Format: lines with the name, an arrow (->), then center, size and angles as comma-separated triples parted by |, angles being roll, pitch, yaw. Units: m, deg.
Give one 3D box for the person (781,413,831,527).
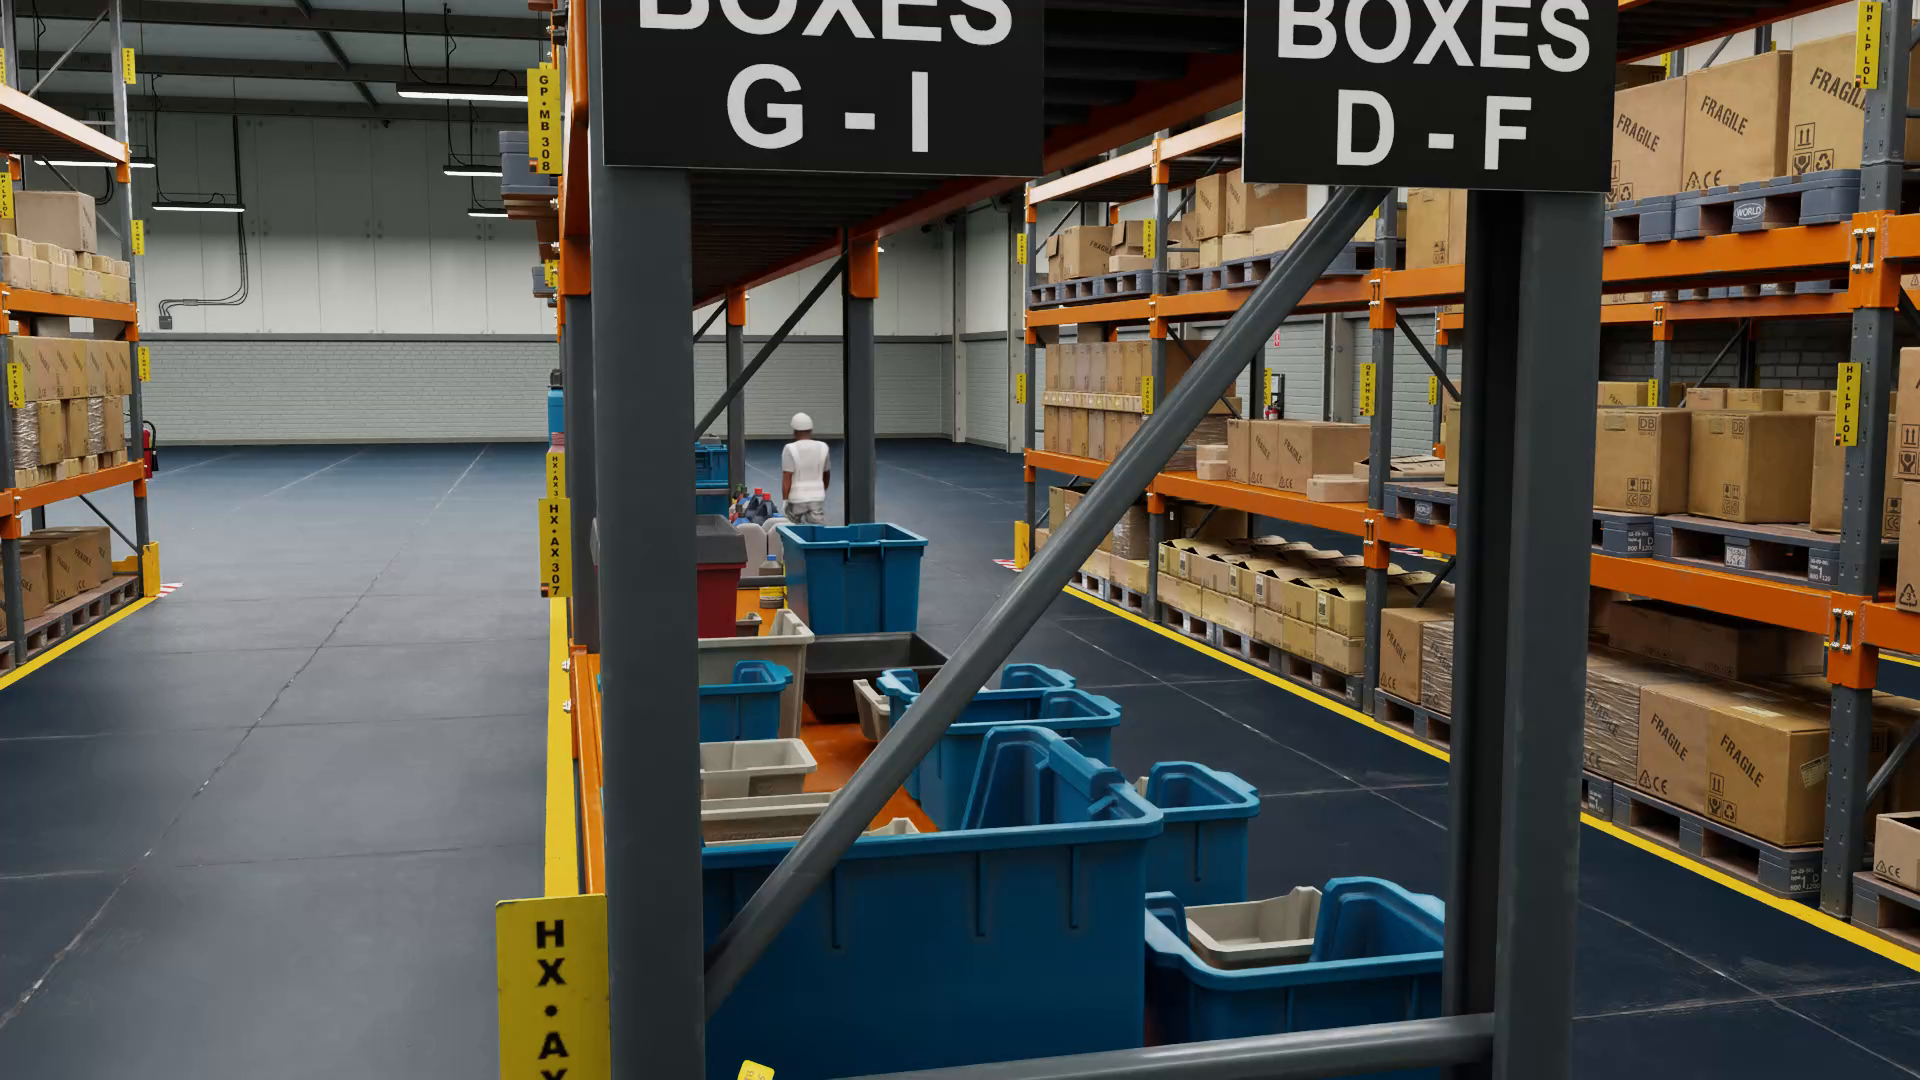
person -> -1.568, -0.405, 16.693 | 0.579, 1.748, 1.031 | -3, 7, -25
